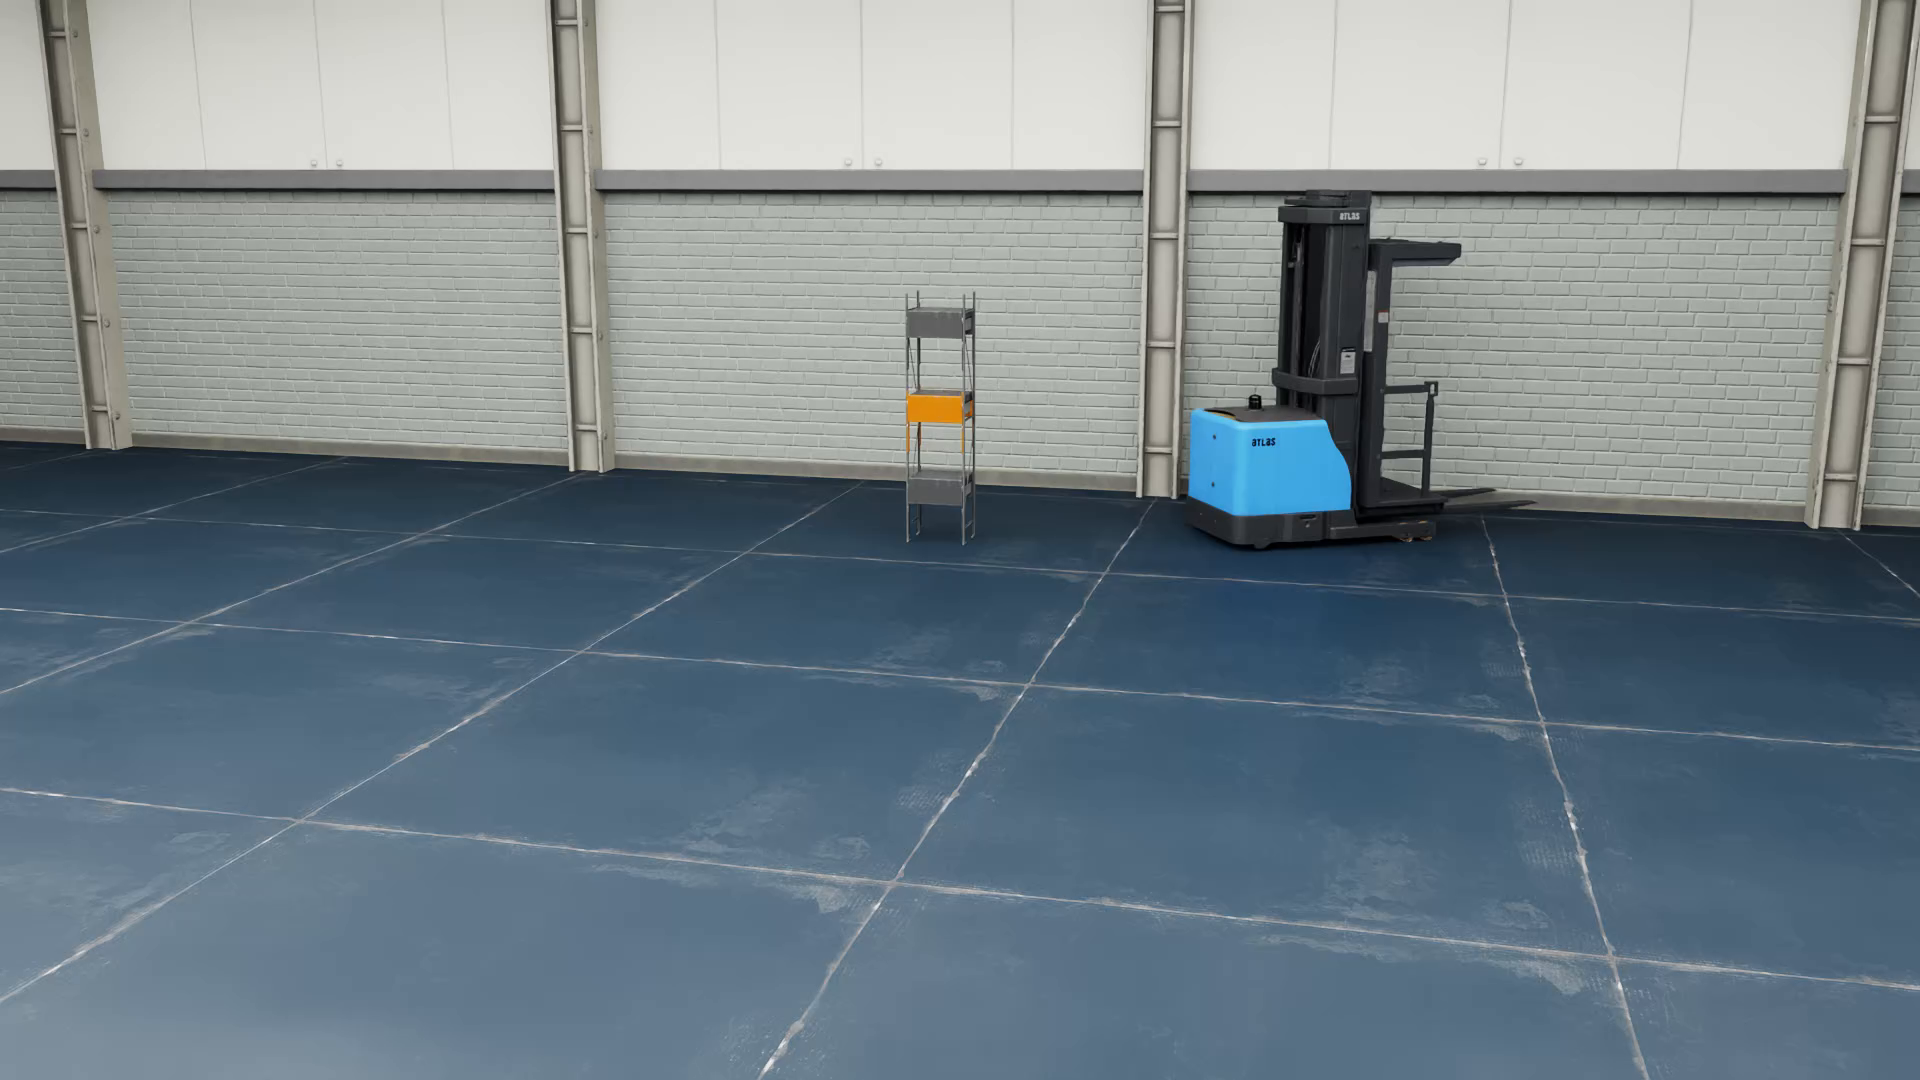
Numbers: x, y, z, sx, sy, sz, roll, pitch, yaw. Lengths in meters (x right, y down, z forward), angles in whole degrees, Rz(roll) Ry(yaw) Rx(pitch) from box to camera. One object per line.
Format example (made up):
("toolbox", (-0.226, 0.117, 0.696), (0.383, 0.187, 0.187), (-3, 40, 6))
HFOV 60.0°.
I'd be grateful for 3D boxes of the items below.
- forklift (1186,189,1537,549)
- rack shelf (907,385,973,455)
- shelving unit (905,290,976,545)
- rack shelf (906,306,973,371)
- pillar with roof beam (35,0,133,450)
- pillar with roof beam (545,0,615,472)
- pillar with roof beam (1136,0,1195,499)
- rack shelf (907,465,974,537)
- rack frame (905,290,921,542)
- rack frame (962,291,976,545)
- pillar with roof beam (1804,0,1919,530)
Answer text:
("forklift", (3.562, -1.520, 14.317), (3.031, 2.935, 1.130), (-4, 13, -17))
("rack shelf", (-0.161, -1.020, 14.048), (0.480, 0.518, 0.431), (3, 13, 14))
("shelving unit", (-0.161, -1.034, 14.045), (0.503, 2.100, 0.431), (3, 13, 14))
("rack shelf", (-0.161, -1.704, 13.896), (0.480, 0.518, 0.431), (3, 13, 14))
("pillar with roof beam", (-10.747, -4.549, 13.963), (0.400, 9.000, 9.100), (3, 13, 14))
("pillar with roof beam", (-4.922, -4.238, 12.559), (0.400, 9.000, 9.100), (3, 13, 14))
("pillar with roof beam", (0.904, -3.927, 11.156), (0.400, 9.000, 9.100), (3, 13, 14))
("rack shelf", (-0.161, -0.337, 14.200), (0.480, 0.518, 0.431), (3, 13, 14))
("rack frame", (-0.398, -1.046, 14.102), (0.015, 2.100, 0.400), (3, 13, 14))
("rack frame", (0.076, -1.021, 13.988), (0.015, 2.100, 0.400), (3, 13, 14))
("pillar with roof beam", (6.729, -3.615, 9.753), (0.400, 9.000, 9.100), (3, 13, 14))
